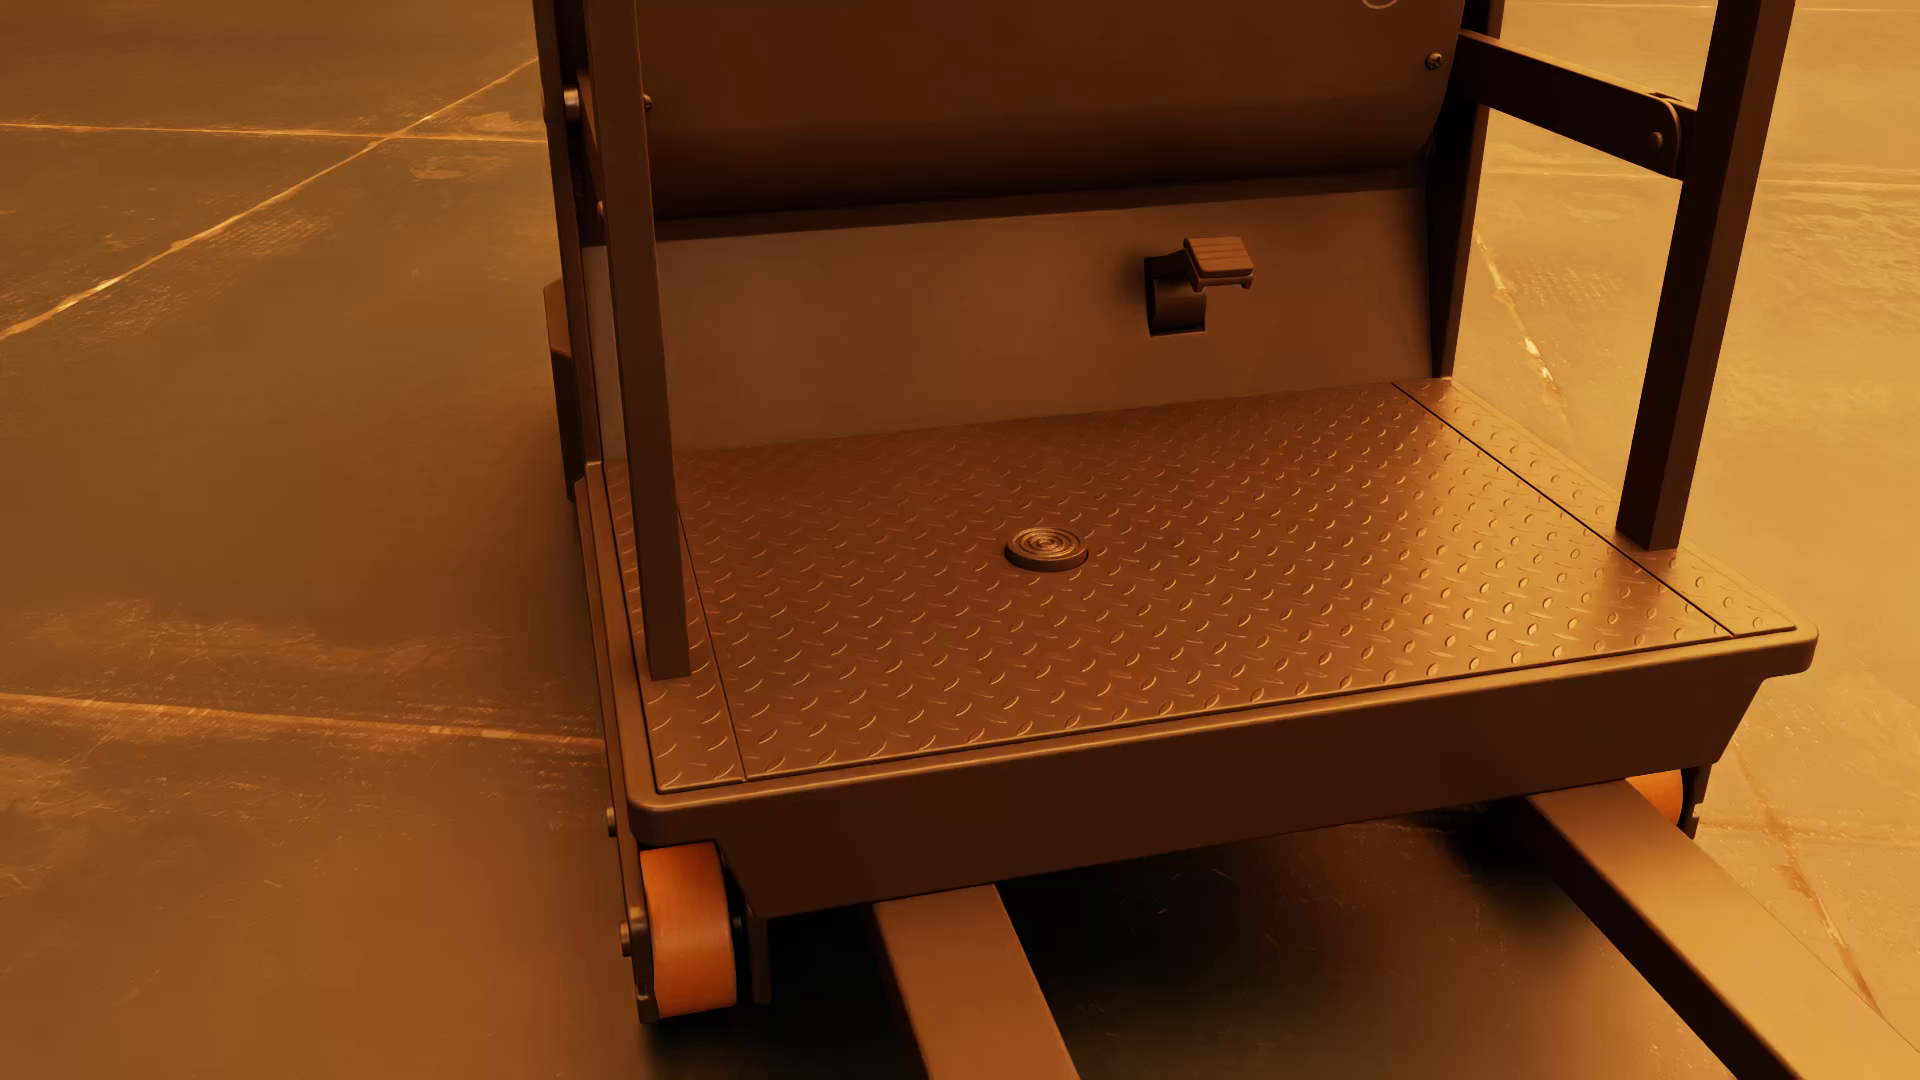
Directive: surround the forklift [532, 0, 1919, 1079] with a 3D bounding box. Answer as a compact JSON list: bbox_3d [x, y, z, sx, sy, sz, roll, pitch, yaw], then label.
[{"bbox_3d":[0.153,-1.049,1.319,1.130,2.935,3.031,-7,27,-13],"label":"forklift"}]
